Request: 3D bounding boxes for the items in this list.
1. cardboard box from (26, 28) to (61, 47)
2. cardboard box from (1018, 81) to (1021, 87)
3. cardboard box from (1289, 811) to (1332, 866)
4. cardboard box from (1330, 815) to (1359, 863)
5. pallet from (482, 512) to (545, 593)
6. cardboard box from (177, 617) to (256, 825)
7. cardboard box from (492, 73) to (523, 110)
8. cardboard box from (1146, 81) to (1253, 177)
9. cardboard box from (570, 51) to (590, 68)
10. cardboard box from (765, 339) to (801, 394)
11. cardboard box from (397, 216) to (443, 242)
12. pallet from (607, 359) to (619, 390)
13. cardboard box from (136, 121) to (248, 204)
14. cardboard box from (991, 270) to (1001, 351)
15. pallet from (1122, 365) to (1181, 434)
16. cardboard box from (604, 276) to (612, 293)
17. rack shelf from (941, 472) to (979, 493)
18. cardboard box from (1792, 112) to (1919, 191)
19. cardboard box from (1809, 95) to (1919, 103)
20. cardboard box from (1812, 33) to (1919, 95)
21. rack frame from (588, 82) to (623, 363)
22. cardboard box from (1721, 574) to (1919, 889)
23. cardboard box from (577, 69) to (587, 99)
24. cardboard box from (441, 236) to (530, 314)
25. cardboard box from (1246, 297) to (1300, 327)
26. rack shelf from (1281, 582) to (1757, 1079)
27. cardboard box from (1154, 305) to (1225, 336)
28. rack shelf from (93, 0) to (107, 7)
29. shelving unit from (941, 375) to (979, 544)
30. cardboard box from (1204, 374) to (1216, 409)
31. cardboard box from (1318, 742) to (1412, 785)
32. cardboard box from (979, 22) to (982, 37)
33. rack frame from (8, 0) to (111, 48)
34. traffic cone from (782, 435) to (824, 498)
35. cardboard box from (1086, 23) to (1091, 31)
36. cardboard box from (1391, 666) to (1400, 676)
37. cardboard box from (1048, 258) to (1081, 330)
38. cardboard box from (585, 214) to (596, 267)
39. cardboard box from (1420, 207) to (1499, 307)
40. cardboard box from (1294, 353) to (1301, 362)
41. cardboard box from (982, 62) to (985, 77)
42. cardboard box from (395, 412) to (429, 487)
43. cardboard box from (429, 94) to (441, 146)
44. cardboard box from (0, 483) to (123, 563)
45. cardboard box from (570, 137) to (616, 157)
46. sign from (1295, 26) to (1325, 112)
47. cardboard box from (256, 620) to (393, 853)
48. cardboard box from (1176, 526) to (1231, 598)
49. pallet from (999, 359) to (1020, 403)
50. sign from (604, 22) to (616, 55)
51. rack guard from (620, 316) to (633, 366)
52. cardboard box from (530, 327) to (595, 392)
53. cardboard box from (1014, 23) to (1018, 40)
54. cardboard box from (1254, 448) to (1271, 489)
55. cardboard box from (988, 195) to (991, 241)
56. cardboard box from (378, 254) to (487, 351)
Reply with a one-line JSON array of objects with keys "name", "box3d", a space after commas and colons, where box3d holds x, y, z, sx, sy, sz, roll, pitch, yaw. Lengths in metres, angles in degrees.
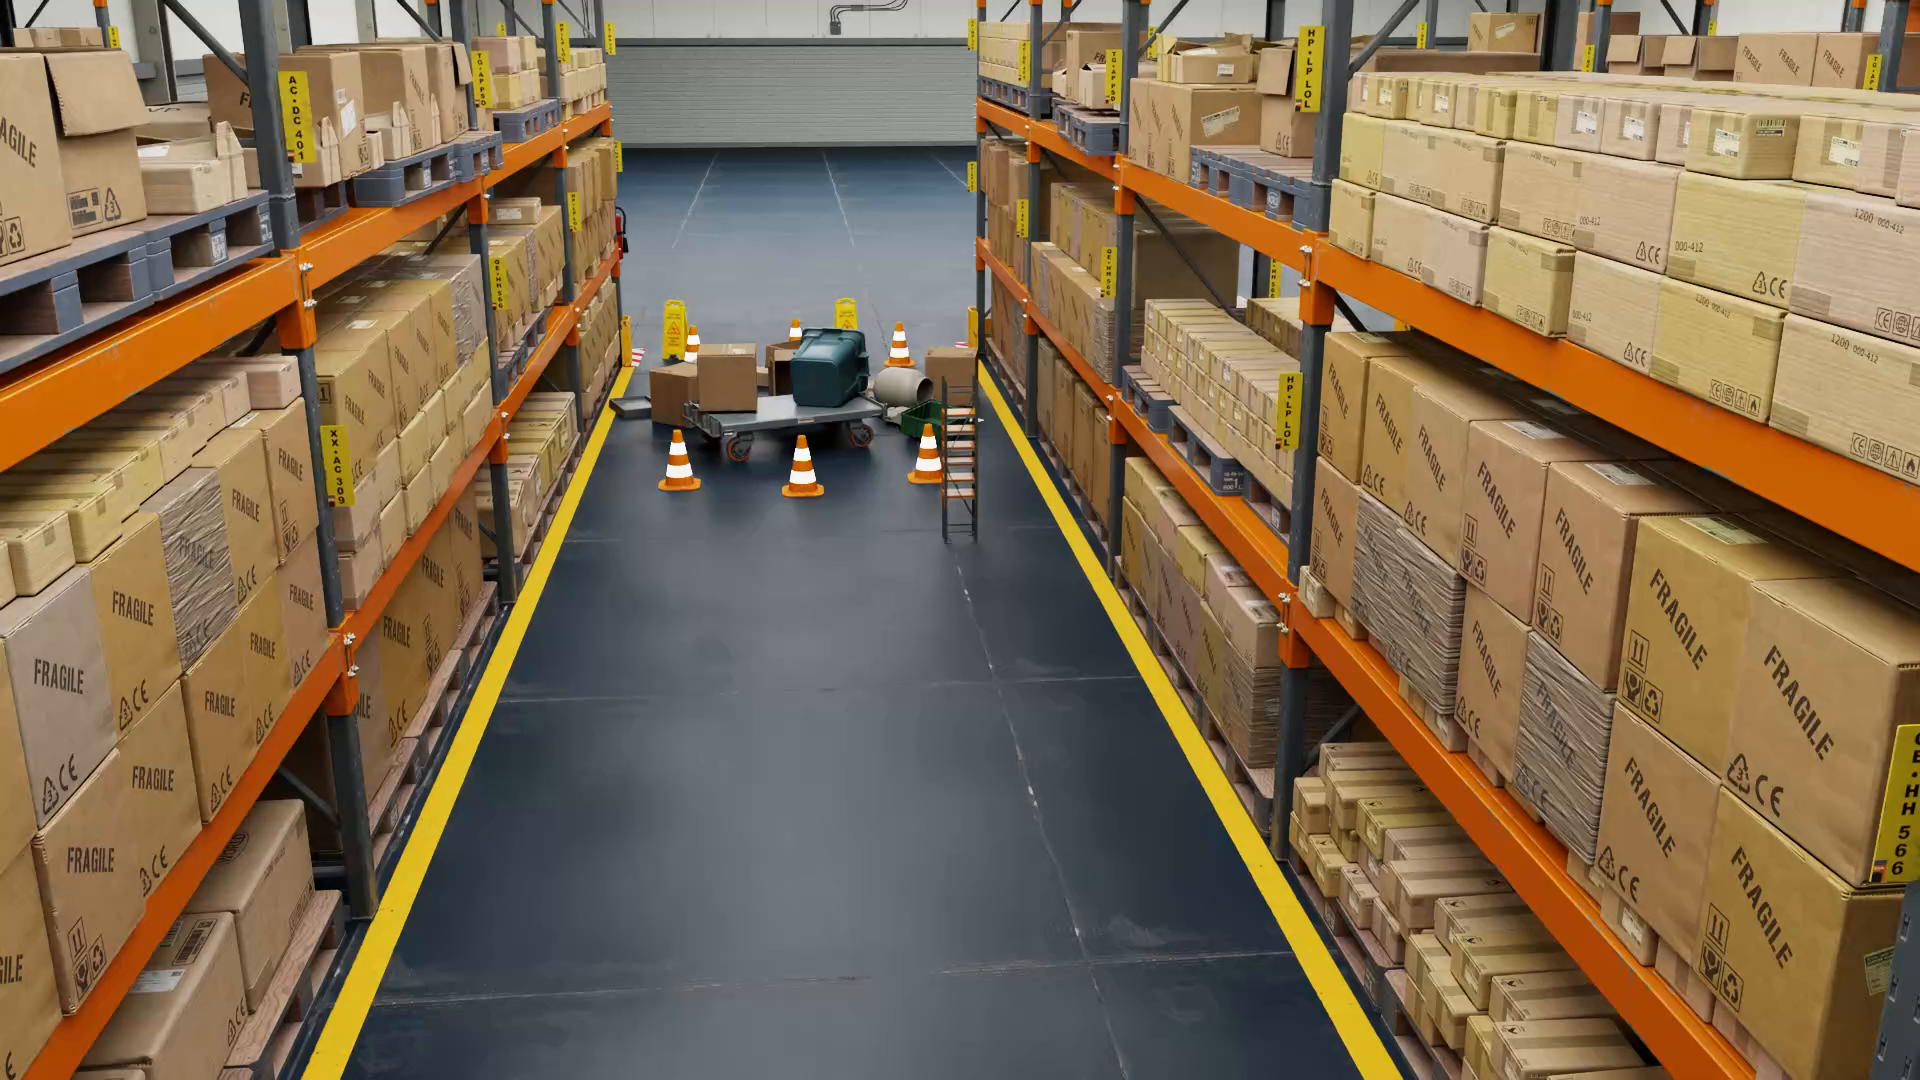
[{"name": "cardboard box", "box3d": [-8.868, -4.535, 15.571, 0.700, 0.500, 0.500, -2, 18, -5]}, {"name": "cardboard box", "box3d": [0.718, -4.119, 14.834, 0.380, 0.149, 0.250, -1, 17, -5]}, {"name": "cardboard box", "box3d": [1.643, 1.275, 7.165, 0.380, 0.149, 0.250, -3, 18, -8]}, {"name": "cardboard box", "box3d": [1.760, 1.206, 6.891, 0.380, 0.149, 0.250, -2, 18, -5]}, {"name": "pallet", "box3d": [-3.480, 0.086, 11.550, 1.003, 0.211, 1.213, -2, 18, -6]}, {"name": "cardboard box", "box3d": [-2.561, 0.565, 5.202, 0.500, 0.500, 0.500, -2, 18, -6]}, {"name": "cardboard box", "box3d": [-3.510, -3.291, 12.193, 0.500, 0.250, 0.500, -2, 17, -5]}, {"name": "cardboard box", "box3d": [1.366, -2.346, 9.468, 0.500, 0.500, 0.500, -2, 18, -6]}, {"name": "cardboard box", "box3d": [-3.705, -4.539, 15.708, 0.380, 0.149, 0.250, -1, 17, -4]}, {"name": "cardboard box", "box3d": [-1.526, -1.759, 16.939, 0.637, 0.503, 0.797, 16, 24, 42]}, {"name": "cardboard box", "box3d": [-3.850, -2.190, 11.696, 0.380, 0.149, 0.250, -3, 18, -8]}, {"name": "pallet", "box3d": [-4.169, -1.799, 17.554, 1.003, 0.211, 1.213, -2, 18, -6]}, {"name": "cardboard box", "box3d": [-2.604, -1.254, 5.513, 0.396, 0.266, 0.258, -1, 17, -4]}, {"name": "cardboard box", "box3d": [0.823, -2.565, 18.184, 0.875, 0.875, 0.875, -2, 18, -5]}, {"name": "pallet", "box3d": [1.692, -0.894, 10.337, 1.213, 0.211, 1.003, -2, 18, -6]}, {"name": "cardboard box", "box3d": [-3.779, -2.613, 17.046, 0.380, 0.149, 0.250, -1, 17, -4]}, {"name": "rack shelf", "box3d": [-0.002, -0.420, 12.060, 0.258, 0.103, 0.180, -2, 18, -6]}, {"name": "cardboard box", "box3d": [2.056, -0.842, 3.594, 0.380, 0.149, 0.250, -2, 18, -7]}, {"name": "cardboard box", "box3d": [2.478, -1.090, 4.383, 0.380, 0.149, 0.250, -1, 17, -4]}, {"name": "cardboard box", "box3d": [6.159, -3.169, 11.255, 0.500, 0.500, 0.500, -1, 17, -4]}, {"name": "rack frame", "box3d": [-4.226, -3.395, 17.983, 1.000, 3.000, 0.127, -2, 18, -6]}, {"name": "cardboard box", "box3d": [2.043, 0.394, 3.583, 0.500, 0.500, 0.500, -2, 18, -7]}, {"name": "cardboard box", "box3d": [-3.687, -4.147, 15.125, 0.500, 0.250, 0.500, -2, 18, -5]}, {"name": "cardboard box", "box3d": [-3.339, -1.856, 11.716, 0.500, 0.500, 0.500, -1, 17, -5]}, {"name": "cardboard box", "box3d": [2.019, -1.427, 10.440, 0.380, 0.149, 0.250, -2, 18, -8]}, {"name": "rack shelf", "box3d": [2.132, 0.936, 5.388, 1.077, 0.370, 4.000, -2, 18, -6]}, {"name": "cardboard box", "box3d": [1.398, -1.335, 10.147, 0.380, 0.149, 0.250, -2, 18, -7]}, {"name": "rack shelf", "box3d": [-8.956, -4.973, 14.862, 1.077, 0.370, 4.000, -2, 18, -6]}, {"name": "shelving unit", "box3d": [-0.002, -0.577, 12.011, 0.258, 1.200, 0.189, -2, 18, -6]}, {"name": "cardboard box", "box3d": [1.529, -0.803, 8.948, 0.380, 0.149, 0.250, -1, 17, -4]}, {"name": "cardboard box", "box3d": [1.755, 0.982, 7.106, 0.380, 0.149, 0.250, -1, 17, -3]}, {"name": "cardboard box", "box3d": [0.405, -5.408, 17.609, 0.380, 0.149, 0.250, -2, 17, -5]}, {"name": "rack frame", "box3d": [-9.162, -6.103, 16.592, 1.000, 3.000, 0.127, -2, 18, -6]}, {"name": "traffic cone", "box3d": [-1.268, -0.611, 13.351, 0.336, 0.463, 0.334, -2, 18, -6]}, {"name": "cardboard box", "box3d": [1.347, -4.596, 15.022, 0.380, 0.149, 0.250, -2, 18, -6]}, {"name": "cardboard box", "box3d": [1.832, 0.445, 6.171, 0.380, 0.149, 0.250, -3, 18, -8]}, {"name": "cardboard box", "box3d": [0.989, -1.969, 13.276, 0.500, 0.500, 0.500, -2, 18, -6]}, {"name": "cardboard box", "box3d": [-3.695, -2.831, 15.524, 0.500, 0.500, 0.500, -2, 18, -6]}, {"name": "cardboard box", "box3d": [1.806, -0.912, 5.315, 0.500, 0.250, 0.500, -1, 17, -3]}, {"name": "cardboard box", "box3d": [2.124, -0.977, 9.504, 0.380, 0.149, 0.250, -2, 18, -6]}, {"name": "cardboard box", "box3d": [0.431, -4.949, 17.478, 0.380, 0.149, 0.250, -2, 18, -5]}, {"name": "cardboard box", "box3d": [-2.860, -0.432, 7.961, 0.500, 0.250, 0.500, -2, 17, -5]}, {"name": "cardboard box", "box3d": [-2.910, -2.179, 8.626, 0.396, 0.266, 0.258, -2, 18, -7]}, {"name": "cardboard box", "box3d": [-2.455, -0.040, 4.377, 0.380, 0.149, 0.250, -2, 18, -7]}, {"name": "cardboard box", "box3d": [-3.956, -3.916, 17.310, 0.700, 0.500, 0.500, -2, 18, -7]}, {"name": "sign", "box3d": [1.374, -1.850, 6.534, 0.100, 0.325, 0.005, -2, 18, -6]}, {"name": "cardboard box", "box3d": [-3.131, 0.811, 7.431, 0.875, 0.875, 0.875, -1, 17, -4]}, {"name": "cardboard box", "box3d": [1.489, 0.107, 9.048, 0.500, 0.250, 0.500, -3, 18, -8]}, {"name": "pallet", "box3d": [0.971, -1.649, 17.077, 1.003, 0.211, 1.213, -2, 18, -6]}, {"name": "sign", "box3d": [-3.671, -5.260, 17.437, 0.100, 0.325, 0.005, -2, 18, -6]}, {"name": "rack guard", "box3d": [-4.218, -2.180, 18.285, 1.175, 0.500, 0.348, -2, 18, -6]}, {"name": "cardboard box", "box3d": [-3.605, -1.634, 15.010, 0.500, 0.500, 0.500, -1, 17, -3]}, {"name": "cardboard box", "box3d": [0.694, -4.575, 14.955, 0.380, 0.149, 0.250, -2, 18, -6]}, {"name": "cardboard box", "box3d": [1.636, -0.347, 7.993, 0.380, 0.149, 0.250, -2, 18, -6]}, {"name": "cardboard box", "box3d": [0.771, -3.540, 18.196, 0.875, 0.550, 0.550, -2, 18, -6]}, {"name": "cardboard box", "box3d": [-3.087, -1.390, 9.761, 0.500, 0.500, 0.500, -2, 18, -7]}]
